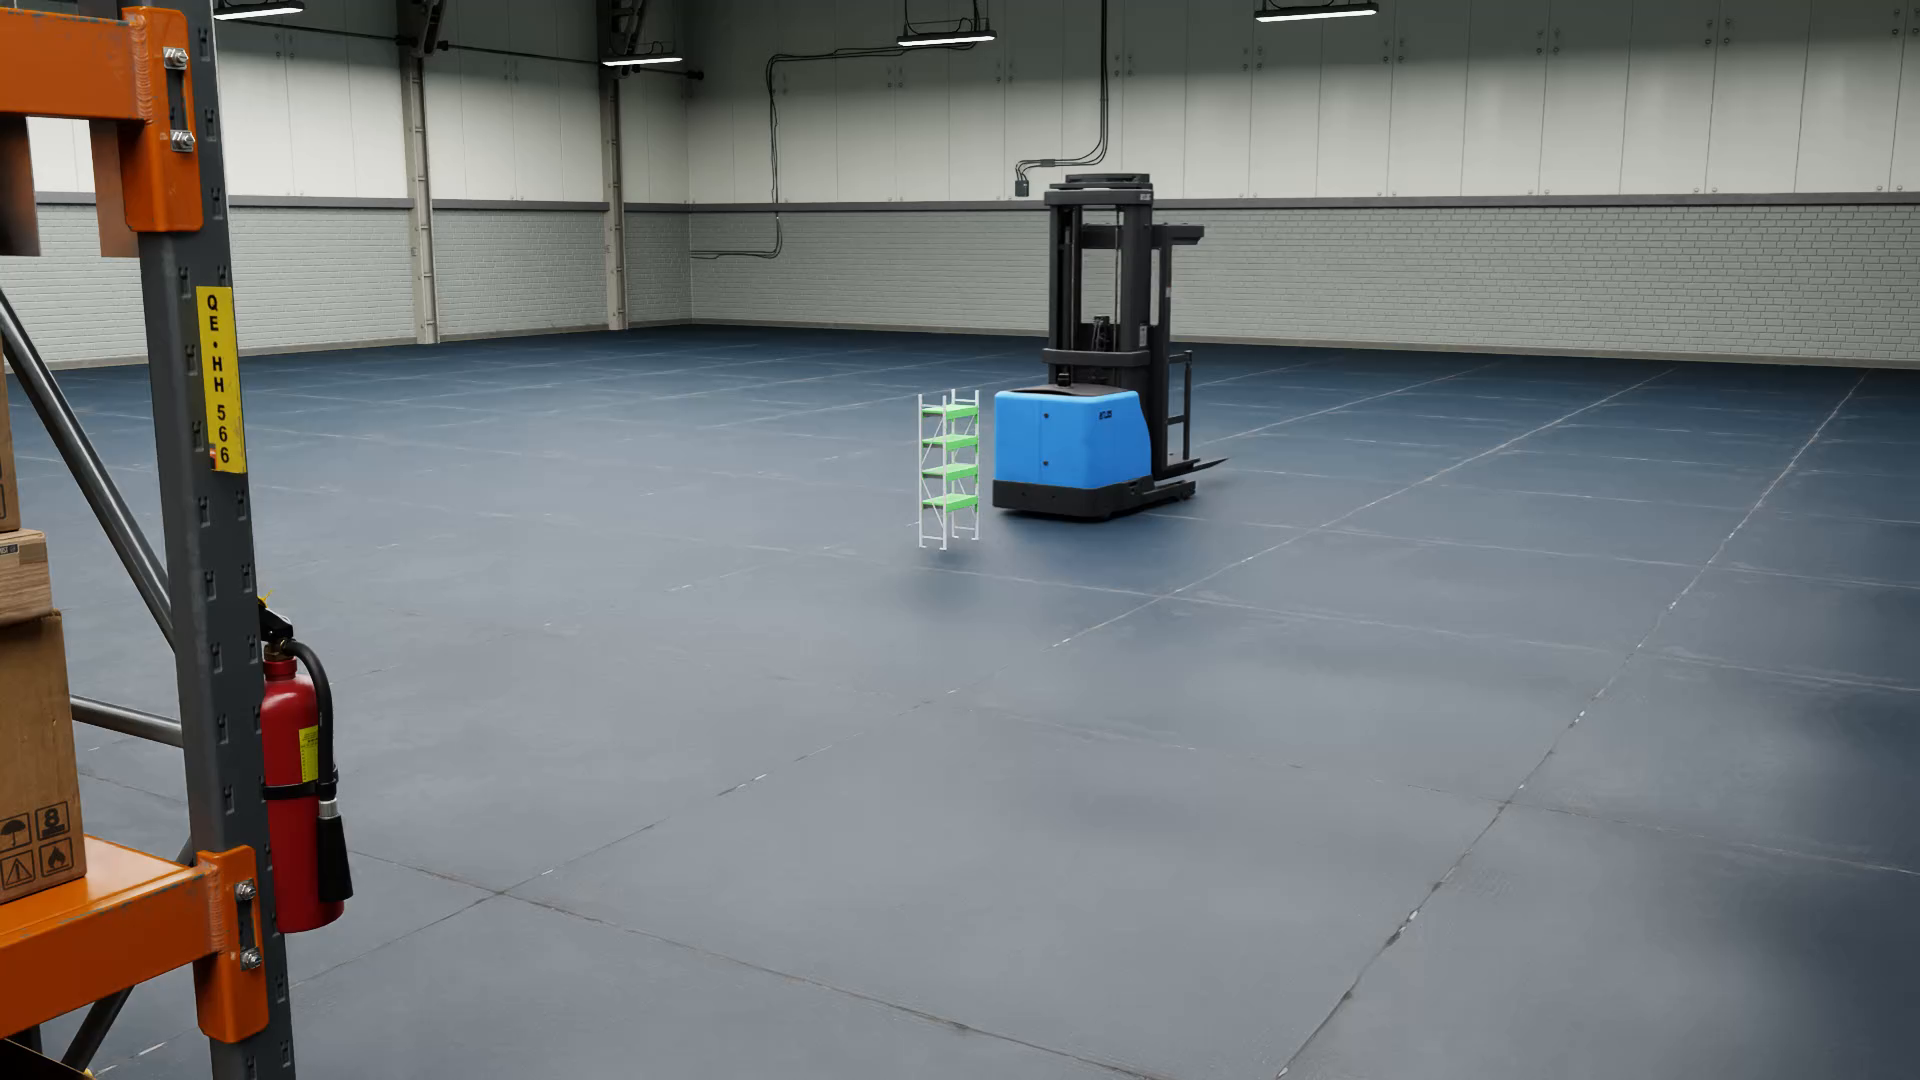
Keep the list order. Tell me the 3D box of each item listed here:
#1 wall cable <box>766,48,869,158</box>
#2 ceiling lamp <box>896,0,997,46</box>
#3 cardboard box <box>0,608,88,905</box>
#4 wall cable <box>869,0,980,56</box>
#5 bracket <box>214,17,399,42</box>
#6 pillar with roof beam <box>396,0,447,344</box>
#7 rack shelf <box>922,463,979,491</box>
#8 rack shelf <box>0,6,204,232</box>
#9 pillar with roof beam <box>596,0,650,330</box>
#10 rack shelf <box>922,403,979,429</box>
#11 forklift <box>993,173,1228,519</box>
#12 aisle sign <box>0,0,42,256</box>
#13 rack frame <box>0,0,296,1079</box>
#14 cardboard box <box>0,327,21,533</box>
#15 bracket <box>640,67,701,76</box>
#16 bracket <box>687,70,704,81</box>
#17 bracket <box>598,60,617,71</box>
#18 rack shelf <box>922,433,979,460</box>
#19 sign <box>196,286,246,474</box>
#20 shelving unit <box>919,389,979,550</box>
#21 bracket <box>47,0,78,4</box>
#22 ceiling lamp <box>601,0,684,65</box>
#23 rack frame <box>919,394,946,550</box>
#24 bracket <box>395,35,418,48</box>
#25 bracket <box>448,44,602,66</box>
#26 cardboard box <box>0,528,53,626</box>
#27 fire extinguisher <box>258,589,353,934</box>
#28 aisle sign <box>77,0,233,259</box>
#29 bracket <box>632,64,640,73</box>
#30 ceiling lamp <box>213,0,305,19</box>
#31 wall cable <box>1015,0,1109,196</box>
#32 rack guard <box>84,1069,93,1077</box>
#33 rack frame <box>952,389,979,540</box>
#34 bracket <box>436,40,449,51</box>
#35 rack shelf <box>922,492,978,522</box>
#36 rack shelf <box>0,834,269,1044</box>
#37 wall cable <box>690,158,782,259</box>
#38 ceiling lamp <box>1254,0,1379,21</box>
[{"bbox_3d":[-3.525,-10.696,40.761,3.097,2.526,0.112,6,12,31],"label":"wall cable"},{"bbox_3d":[-0.128,-10.763,30.542,2.000,3.185,0.800,6,12,31],"label":"ceiling lamp"},{"bbox_3d":[-2.015,0.373,2.955,0.700,0.500,0.500,6,12,31],"label":"cardboard box"},{"bbox_3d":[-0.880,-12.636,38.763,3.097,2.526,0.112,6,12,31],"label":"wall cable"},{"bbox_3d":[-12.861,-9.983,32.454,0.076,0.066,4.783,6,12,31],"label":"bracket"},{"bbox_3d":[-7.932,-8.306,33.283,9.100,9.000,0.548,6,12,31],"label":"pillar with roof beam"},{"bbox_3d":[-0.086,-0.501,13.131,0.258,0.148,0.480,6,12,31],"label":"rack shelf"},{"bbox_3d":[-2.800,-0.457,1.460,1.077,0.370,4.000,6,12,31],"label":"rack shelf"},{"bbox_3d":[-4.817,-9.250,38.323,9.100,9.000,0.548,6,12,31],"label":"pillar with roof beam"},{"bbox_3d":[-0.086,-0.973,13.043,0.258,0.148,0.480,6,12,31],"label":"rack shelf"},{"bbox_3d":[1.532,-1.840,15.231,1.130,2.935,3.031,7,13,34],"label":"forklift"},{"bbox_3d":[-1.989,-0.968,3.322,0.394,0.787,0.004,6,12,31],"label":"aisle sign"},{"bbox_3d":[-1.759,0.350,3.348,0.949,2.616,0.053,6,12,31],"label":"rack frame"},{"bbox_3d":[-2.042,-0.257,2.791,0.700,0.500,0.500,6,12,31],"label":"cardboard box"},{"bbox_3d":[-7.054,-11.742,41.851,0.076,0.066,3.189,6,12,31],"label":"bracket"},{"bbox_3d":[-6.747,-11.835,42.347,0.235,0.232,0.430,6,12,31],"label":"bracket"},{"bbox_3d":[-8.409,-11.331,39.659,0.235,0.232,0.430,6,12,31],"label":"bracket"},{"bbox_3d":[-0.086,-0.737,13.087,0.258,0.148,0.480,6,12,31],"label":"rack shelf"},{"bbox_3d":[-1.305,-0.282,2.933,0.100,0.325,0.005,6,12,31],"label":"sign"},{"bbox_3d":[-0.086,-0.564,13.119,0.258,1.200,0.503,6,12,31],"label":"shelving unit"},{"bbox_3d":[-15.977,-9.039,27.414,0.076,0.066,4.783,6,12,31],"label":"bracket"},{"bbox_3d":[-6.444,-11.469,34.313,2.000,3.185,0.800,6,12,31],"label":"ceiling lamp"},{"bbox_3d":[-0.213,-0.525,12.914,0.240,1.200,0.015,6,12,31],"label":"rack frame"},{"bbox_3d":[-11.524,-10.388,34.619,0.235,0.232,0.430,6,12,31],"label":"bracket"},{"bbox_3d":[-9.746,-10.926,37.495,0.076,0.066,4.783,6,12,31],"label":"bracket"},{"bbox_3d":[-1.797,0.060,2.862,0.380,0.149,0.250,6,12,30],"label":"cardboard box"},{"bbox_3d":[-1.303,0.413,3.219,0.296,0.674,0.183,6,12,31],"label":"fire extinguisher"},{"bbox_3d":[-1.476,-0.910,3.016,0.394,0.787,0.004,6,12,31],"label":"aisle sign"},{"bbox_3d":[-7.978,-11.462,40.356,0.235,0.232,0.430,6,12,31],"label":"bracket"},{"bbox_3d":[-11.173,-10.036,26.660,2.000,3.185,0.800,6,12,31],"label":"ceiling lamp"},{"bbox_3d":[2.268,-10.760,37.149,2.305,6.003,0.169,6,12,31],"label":"wall cable"},{"bbox_3d":[-1.749,1.575,3.600,1.175,0.500,0.348,6,12,31],"label":"rack guard"},{"bbox_3d":[0.041,-0.602,13.324,0.240,1.200,0.015,6,12,31],"label":"rack frame"},{"bbox_3d":[-11.093,-10.518,35.316,0.235,0.232,0.430,6,12,31],"label":"bracket"},{"bbox_3d":[-0.086,-0.265,13.175,0.258,0.148,0.480,6,12,31],"label":"rack shelf"},{"bbox_3d":[-2.800,1.018,1.736,1.077,0.370,4.000,6,12,31],"label":"rack shelf"},{"bbox_3d":[-5.837,-8.472,42.606,3.097,2.526,0.112,6,12,31],"label":"wall cable"},{"bbox_3d":[5.906,-10.088,26.939,2.000,3.185,0.800,6,12,31],"label":"ceiling lamp"}]
